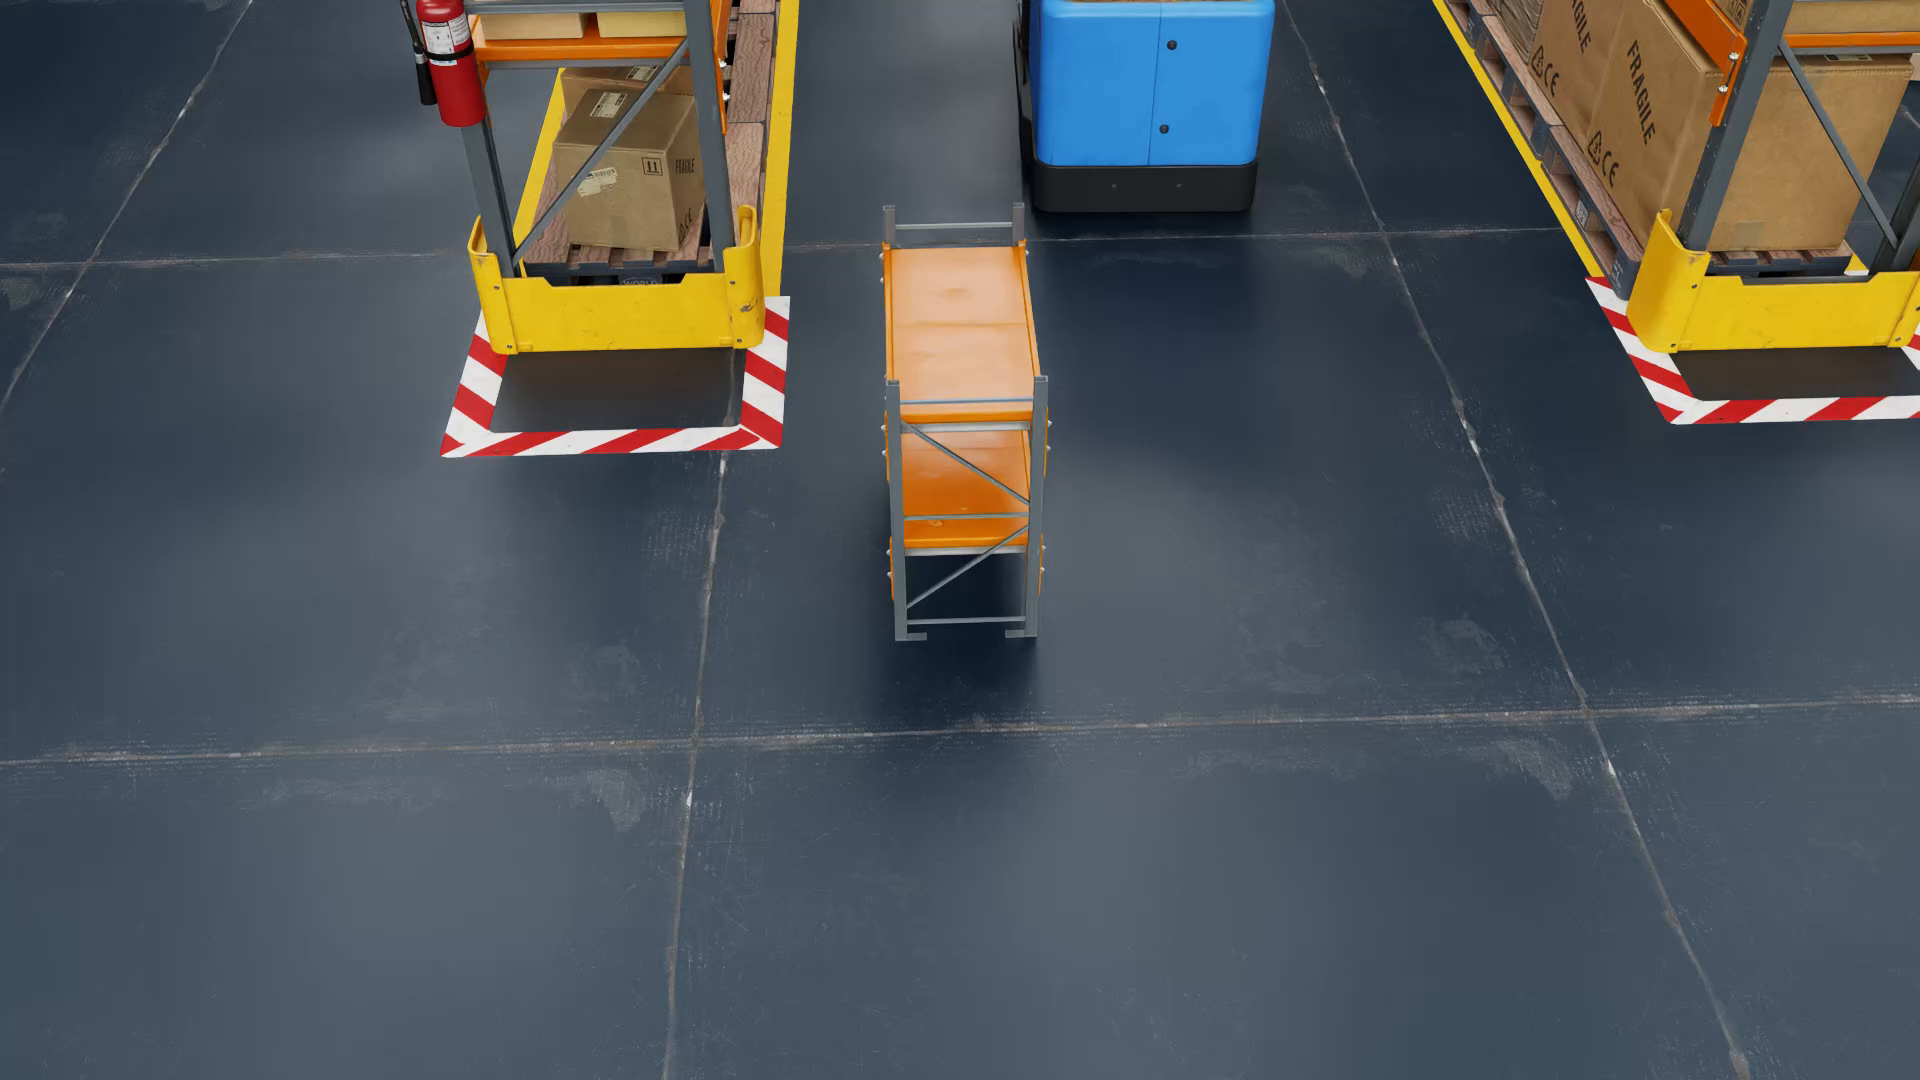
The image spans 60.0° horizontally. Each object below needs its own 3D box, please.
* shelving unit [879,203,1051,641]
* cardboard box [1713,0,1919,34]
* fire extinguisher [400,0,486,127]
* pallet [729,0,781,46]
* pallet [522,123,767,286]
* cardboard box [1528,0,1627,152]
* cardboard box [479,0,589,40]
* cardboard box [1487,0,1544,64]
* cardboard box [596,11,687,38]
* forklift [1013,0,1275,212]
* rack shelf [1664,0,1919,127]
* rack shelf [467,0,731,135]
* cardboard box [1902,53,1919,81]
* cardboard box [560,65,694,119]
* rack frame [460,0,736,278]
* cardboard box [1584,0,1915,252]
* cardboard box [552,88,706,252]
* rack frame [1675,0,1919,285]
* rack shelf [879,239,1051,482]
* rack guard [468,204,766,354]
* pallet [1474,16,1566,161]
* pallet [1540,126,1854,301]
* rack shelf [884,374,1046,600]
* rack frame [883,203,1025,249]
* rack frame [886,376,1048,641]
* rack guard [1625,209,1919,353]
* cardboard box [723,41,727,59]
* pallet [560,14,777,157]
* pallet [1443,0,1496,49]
[{"bbox_3d":[0.000,-0.419,5.875,0.538,1.125,1.048,-2,43,-2],"label":"shelving unit"},{"bbox_3d":[3.462,-2.359,6.493,0.875,0.550,0.550,-2,43,-2],"label":"cardboard box"},{"bbox_3d":[-1.893,-1.862,6.118,0.296,0.674,0.183,-2,43,-2],"label":"fire extinguisher"},{"bbox_3d":[-1.543,-3.201,9.586,1.003,0.211,1.213,-2,43,-2],"label":"pallet"},{"bbox_3d":[-1.440,-1.554,7.789,1.003,0.211,1.213,-2,43,-2],"label":"pallet"},{"bbox_3d":[3.388,-2.476,7.993,0.875,0.875,0.875,-2,43,-2],"label":"cardboard box"},{"bbox_3d":[-1.656,-2.075,6.479,0.380,0.149,0.250,-2,43,-2],"label":"cardboard box"},{"bbox_3d":[3.352,-3.092,8.665,0.875,0.875,0.875,-1,43,-1],"label":"cardboard box"},{"bbox_3d":[-1.211,-2.087,6.493,0.380,0.149,0.250,-2,43,-2],"label":"cardboard box"},{"bbox_3d":[0.855,-3.594,8.002,1.130,2.935,3.031,0,43,0],"label":"forklift"},{"bbox_3d":[3.438,-3.140,7.988,1.077,0.370,4.000,-2,43,-2],"label":"rack shelf"},{"bbox_3d":[-1.522,-3.066,7.907,1.077,0.370,4.000,-2,43,-2],"label":"rack shelf"},{"bbox_3d":[5.266,-2.640,8.933,0.396,0.266,0.258,5,43,6],"label":"cardboard box"},{"bbox_3d":[-1.507,-2.039,7.793,0.500,0.500,0.500,9,43,9],"label":"cardboard box"},{"bbox_3d":[-1.437,-1.981,6.191,1.000,3.000,0.127,-2,43,-2],"label":"rack frame"},{"bbox_3d":[3.428,-1.882,7.345,0.875,0.875,0.875,-1,43,-2],"label":"cardboard box"},{"bbox_3d":[-1.447,-1.636,7.354,0.500,0.500,0.500,6,43,6],"label":"cardboard box"},{"bbox_3d":[3.523,-2.055,6.272,1.000,3.000,0.127,-2,43,-2],"label":"rack frame"},{"bbox_3d":[0.000,-0.635,5.677,0.538,0.278,1.000,-2,43,-2],"label":"rack shelf"},{"bbox_3d":[-1.440,-1.111,7.092,1.175,0.500,0.348,-2,43,-2],"label":"rack guard"},{"bbox_3d":[3.362,-2.386,8.697,1.003,0.211,1.213,-2,43,-2],"label":"pallet"},{"bbox_3d":[3.410,-1.564,7.801,1.003,0.211,1.213,-2,43,-2],"label":"pallet"},{"bbox_3d":[0.000,-0.239,6.040,0.538,0.278,1.000,-2,43,-2],"label":"rack shelf"},{"bbox_3d":[-0.022,-0.762,6.249,0.500,1.125,0.032,-2,43,-2],"label":"rack frame"},{"bbox_3d":[0.021,-0.076,5.500,0.500,1.125,0.032,-2,43,-2],"label":"rack frame"},{"bbox_3d":[3.524,-1.117,7.099,1.175,0.500,0.348,-2,43,-2],"label":"rack guard"},{"bbox_3d":[-1.493,-2.840,8.668,0.500,0.500,0.500,-5,43,-6],"label":"cardboard box"},{"bbox_3d":[-1.488,-2.375,8.685,1.003,0.211,1.213,-2,43,-2],"label":"pallet"},{"bbox_3d":[3.307,-3.212,9.598,1.003,0.211,1.213,-2,43,-2],"label":"pallet"}]
